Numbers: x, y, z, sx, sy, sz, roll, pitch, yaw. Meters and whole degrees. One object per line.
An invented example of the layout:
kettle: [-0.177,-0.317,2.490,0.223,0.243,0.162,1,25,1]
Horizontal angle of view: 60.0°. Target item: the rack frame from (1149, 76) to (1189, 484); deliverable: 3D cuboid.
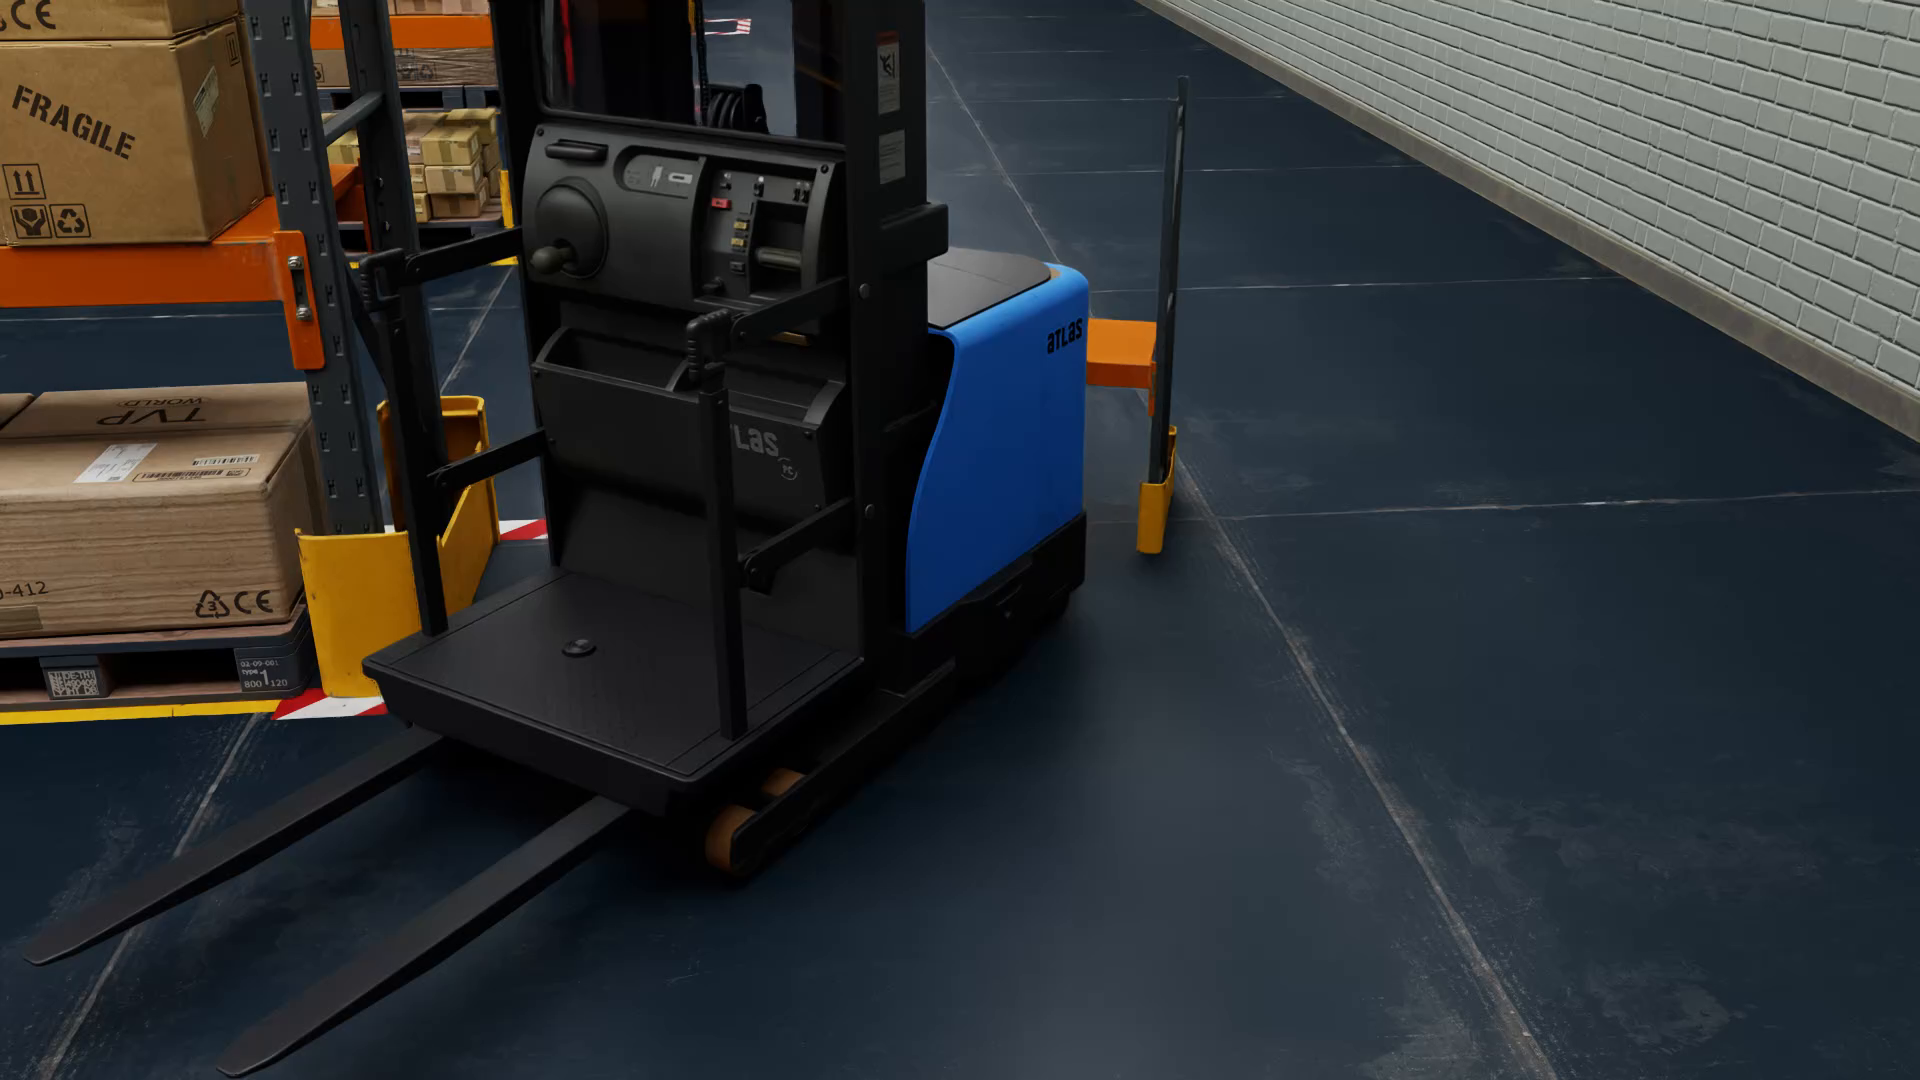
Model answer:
rack frame: [0.698,-0.759,5.612,0.032,1.500,0.500,4,24,10]

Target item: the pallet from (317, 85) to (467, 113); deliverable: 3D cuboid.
pallet: [-4.710,-3.780,13.994,1.213,0.211,1.003,-2,24,-5]

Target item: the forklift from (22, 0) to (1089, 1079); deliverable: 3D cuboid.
forklift: [-0.804,-0.756,3.843,1.130,2.935,3.031,14,28,29]

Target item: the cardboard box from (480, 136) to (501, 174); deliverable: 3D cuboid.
cardboard box: [-2.870,-2.264,9.777,0.250,0.149,0.380,-1,24,-3]

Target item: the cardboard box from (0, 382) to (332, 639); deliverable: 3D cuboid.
cardboard box: [-2.384,-0.114,4.950,0.875,0.438,0.875,-3,24,-7]

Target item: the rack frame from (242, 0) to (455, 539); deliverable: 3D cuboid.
rack frame: [-1.737,-1.159,4.665,0.127,3.000,1.000,-2,24,-5]

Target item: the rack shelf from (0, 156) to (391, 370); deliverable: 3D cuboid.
rack shelf: [-3.727,-0.751,4.632,4.000,0.370,1.077,-2,24,-5]

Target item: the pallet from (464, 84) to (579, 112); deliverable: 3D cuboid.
pallet: [-3.499,-3.827,14.101,1.213,0.211,1.003,-2,24,-5]

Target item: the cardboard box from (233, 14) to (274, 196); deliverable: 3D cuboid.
cardboard box: [-2.243,-1.302,4.863,0.500,0.500,0.500,-2,24,-6]

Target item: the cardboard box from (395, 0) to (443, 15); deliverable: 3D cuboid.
cardboard box: [-2.872,-2.919,8.934,0.250,0.149,0.380,-2,24,-5]

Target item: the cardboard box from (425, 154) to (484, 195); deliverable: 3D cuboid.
cardboard box: [-2.821,-2.045,9.284,0.250,0.149,0.380,-3,24,-7]

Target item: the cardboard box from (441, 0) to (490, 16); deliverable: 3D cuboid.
cardboard box: [-2.621,-2.914,8.922,0.250,0.149,0.380,-2,24,-5]

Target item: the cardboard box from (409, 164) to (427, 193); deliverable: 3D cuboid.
cardboard box: [-3.086,-2.056,9.309,0.250,0.149,0.380,-3,24,-6]

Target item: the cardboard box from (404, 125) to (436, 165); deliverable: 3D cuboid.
cardboard box: [-3.081,-2.207,9.282,0.250,0.149,0.380,-2,24,-4]

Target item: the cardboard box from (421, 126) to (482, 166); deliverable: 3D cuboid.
cardboard box: [-2.826,-2.194,9.252,0.250,0.149,0.380,-2,24,-5]

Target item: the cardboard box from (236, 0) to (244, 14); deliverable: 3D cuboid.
cardboard box: [-2.242,-1.758,4.658,0.500,0.500,0.500,-3,24,-6]

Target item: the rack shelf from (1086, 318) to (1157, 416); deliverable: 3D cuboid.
rack shelf: [0.199,-0.634,5.772,1.000,0.185,0.538,4,24,10]

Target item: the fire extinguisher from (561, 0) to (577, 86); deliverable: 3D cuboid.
fire extinguisher: [-2.028,-2.774,8.852,0.183,0.674,0.296,-2,24,-5]

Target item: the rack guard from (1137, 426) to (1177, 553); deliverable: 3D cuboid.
rack guard: [0.697,-0.188,5.866,0.087,0.250,0.587,4,24,10]

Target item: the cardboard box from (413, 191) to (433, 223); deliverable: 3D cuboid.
cardboard box: [-3.073,-1.889,9.299,0.250,0.149,0.380,-2,24,-4]

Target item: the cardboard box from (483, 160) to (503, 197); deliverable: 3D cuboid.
cardboard box: [-2.877,-2.154,9.895,0.250,0.149,0.380,-2,24,-4]

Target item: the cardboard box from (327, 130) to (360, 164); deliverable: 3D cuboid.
cardboard box: [-3.327,-2.145,9.143,0.250,0.149,0.380,-3,24,-6]

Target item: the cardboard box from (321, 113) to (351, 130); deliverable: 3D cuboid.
cardboard box: [-3.643,-2.372,9.655,0.250,0.149,0.380,-3,24,-8]

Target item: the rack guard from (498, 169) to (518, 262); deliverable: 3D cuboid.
rack guard: [-2.399,-2.011,9.658,0.348,0.500,1.175,-2,24,-5]

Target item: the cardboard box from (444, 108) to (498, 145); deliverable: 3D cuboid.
cardboard box: [-2.879,-2.434,9.792,0.250,0.149,0.380,-3,24,-8]

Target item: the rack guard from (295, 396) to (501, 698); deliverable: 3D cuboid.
rack guard: [-1.713,-0.018,5.175,0.348,0.500,1.175,-2,24,-5]

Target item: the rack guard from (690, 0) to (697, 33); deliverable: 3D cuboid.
rack guard: [-3.175,-6.031,18.703,0.348,0.500,1.175,-2,24,-5]

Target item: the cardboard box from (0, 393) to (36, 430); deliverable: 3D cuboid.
cardboard box: [-3.294,-0.074,4.860,0.875,0.438,0.875,-2,24,-4]

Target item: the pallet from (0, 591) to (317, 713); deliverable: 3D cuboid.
pallet: [-2.525,0.179,5.089,1.213,0.211,1.003,-2,24,-5]

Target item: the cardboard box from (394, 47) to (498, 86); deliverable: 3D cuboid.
cardboard box: [-4.245,-4.292,13.811,0.875,0.875,0.875,-2,24,-5]

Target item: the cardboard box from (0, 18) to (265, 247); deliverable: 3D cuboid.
cardboard box: [-2.191,-1.079,4.361,0.500,0.500,0.500,-2,24,-5]

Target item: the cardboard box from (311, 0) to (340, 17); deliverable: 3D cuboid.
cardboard box: [-3.371,-2.884,8.854,0.250,0.149,0.380,-2,24,-4]

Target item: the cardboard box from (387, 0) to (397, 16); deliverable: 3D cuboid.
cardboard box: [-3.120,-2.903,8.898,0.250,0.149,0.380,-3,24,-6]

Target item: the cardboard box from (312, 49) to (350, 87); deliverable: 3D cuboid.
cardboard box: [-5.131,-4.256,13.731,0.875,0.875,0.875,-2,24,-5]

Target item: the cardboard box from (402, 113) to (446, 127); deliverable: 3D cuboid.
cardboard box: [-3.141,-2.374,9.658,0.250,0.149,0.380,-2,24,-4]

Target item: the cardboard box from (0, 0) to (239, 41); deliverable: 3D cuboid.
cardboard box: [-2.193,-1.546,4.182,0.500,0.500,0.500,-2,24,-3]

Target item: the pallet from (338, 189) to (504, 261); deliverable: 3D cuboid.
pallet: [-3.211,-1.861,9.676,1.213,0.211,1.003,-2,24,-5]

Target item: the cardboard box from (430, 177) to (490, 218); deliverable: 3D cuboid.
cardboard box: [-2.827,-1.940,9.414,0.250,0.149,0.380,-2,24,-4]

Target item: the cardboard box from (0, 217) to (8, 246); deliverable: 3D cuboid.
cardboard box: [-2.692,-1.065,4.330,0.500,0.500,0.500,-3,24,-6]

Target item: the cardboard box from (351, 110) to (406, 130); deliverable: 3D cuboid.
cardboard box: [-3.404,-2.416,9.752,0.250,0.149,0.380,-2,24,-5]

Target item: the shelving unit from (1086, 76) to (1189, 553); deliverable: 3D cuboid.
shelving unit: [0.207,-0.798,5.698,1.083,1.500,0.587,4,24,10]

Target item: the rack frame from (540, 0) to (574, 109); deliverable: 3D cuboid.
rack frame: [-2.324,-3.156,9.158,0.127,3.000,1.000,-2,24,-5]

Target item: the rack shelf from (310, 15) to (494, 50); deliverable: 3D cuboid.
rack shelf: [-4.314,-2.748,9.124,4.000,0.370,1.077,-2,24,-5]
